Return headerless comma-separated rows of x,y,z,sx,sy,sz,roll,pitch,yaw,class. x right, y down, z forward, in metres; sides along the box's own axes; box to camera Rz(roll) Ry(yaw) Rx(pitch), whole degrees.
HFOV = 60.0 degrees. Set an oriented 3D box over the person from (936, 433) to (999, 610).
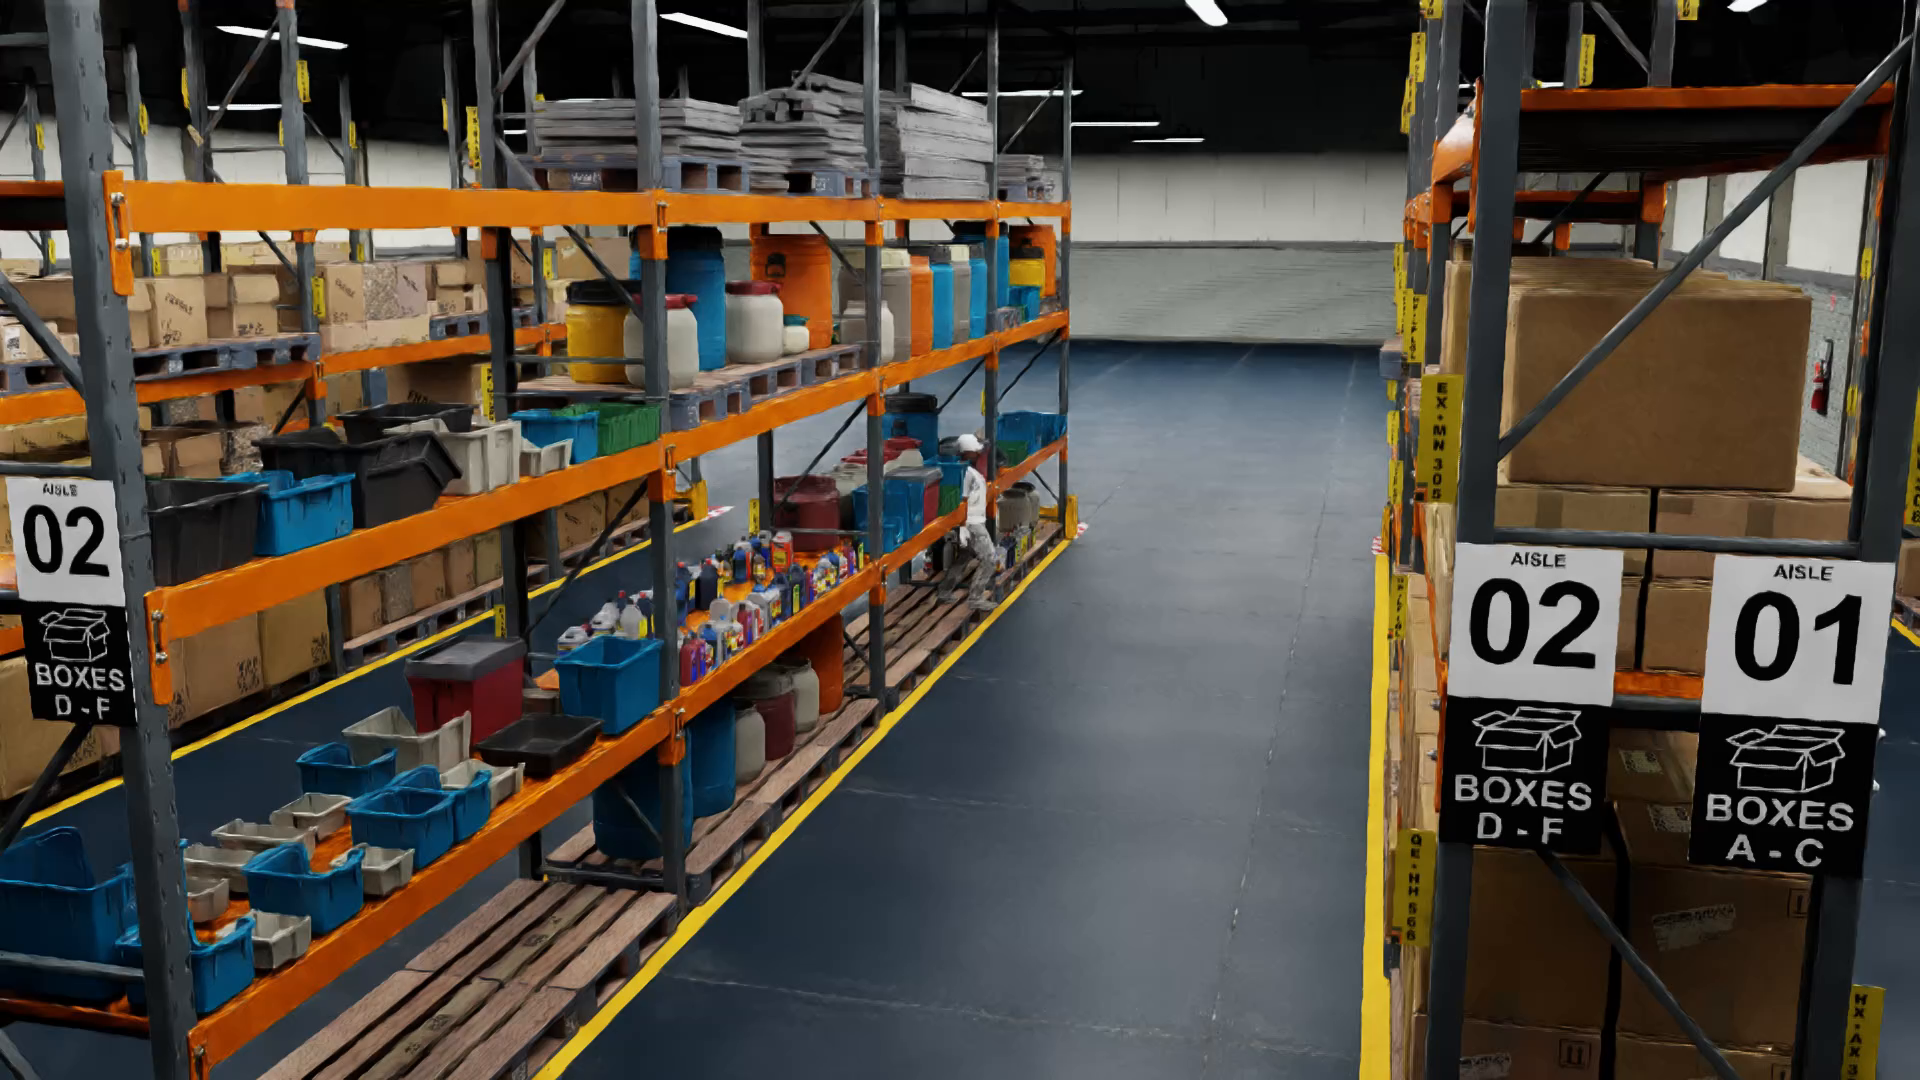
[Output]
0.070,-0.182,16.098,0.603,1.719,0.702,0,11,-2,person
